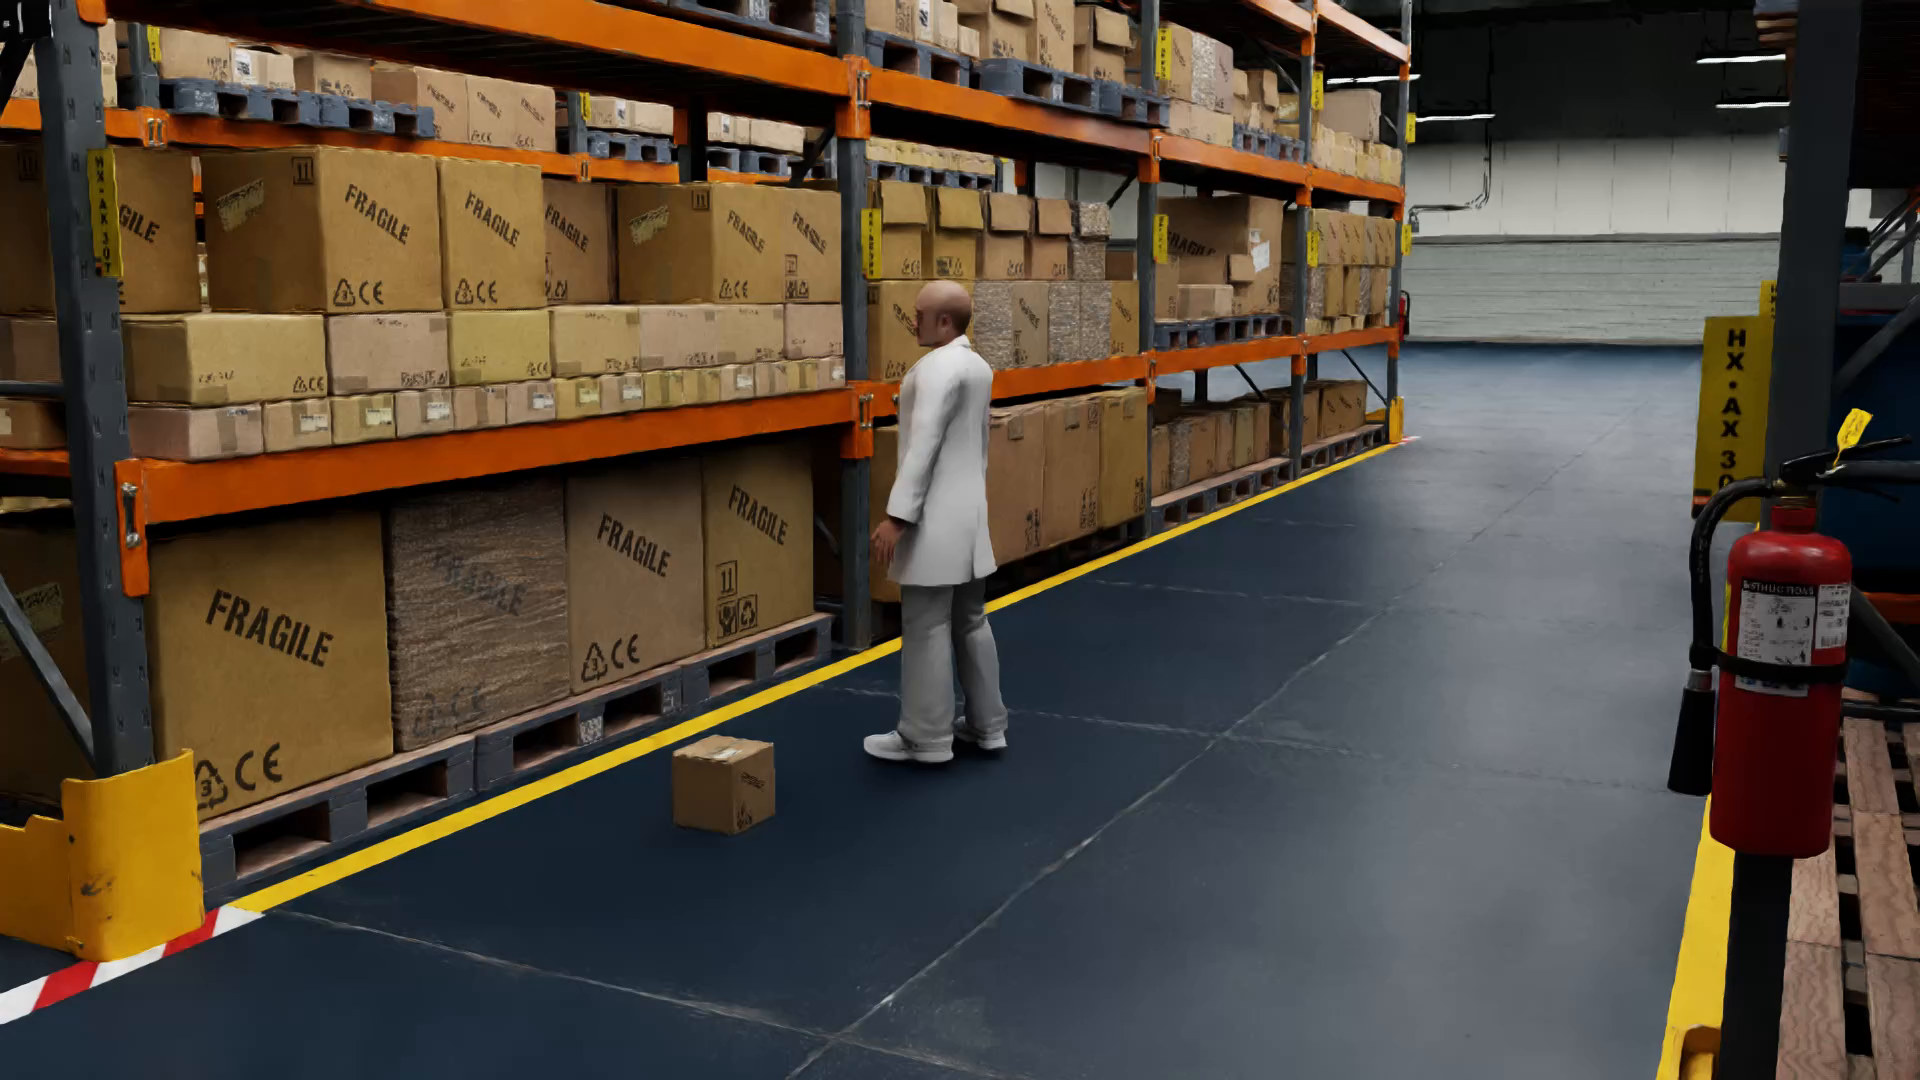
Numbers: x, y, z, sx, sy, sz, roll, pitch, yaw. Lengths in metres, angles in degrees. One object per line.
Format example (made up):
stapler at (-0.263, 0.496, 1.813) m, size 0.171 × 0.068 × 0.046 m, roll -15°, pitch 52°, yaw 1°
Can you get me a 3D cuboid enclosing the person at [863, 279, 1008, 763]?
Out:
person at (-0.097, -0.066, 6.196) m, size 0.503 × 1.784 × 0.694 m, roll 4°, pitch 10°, yaw 22°
